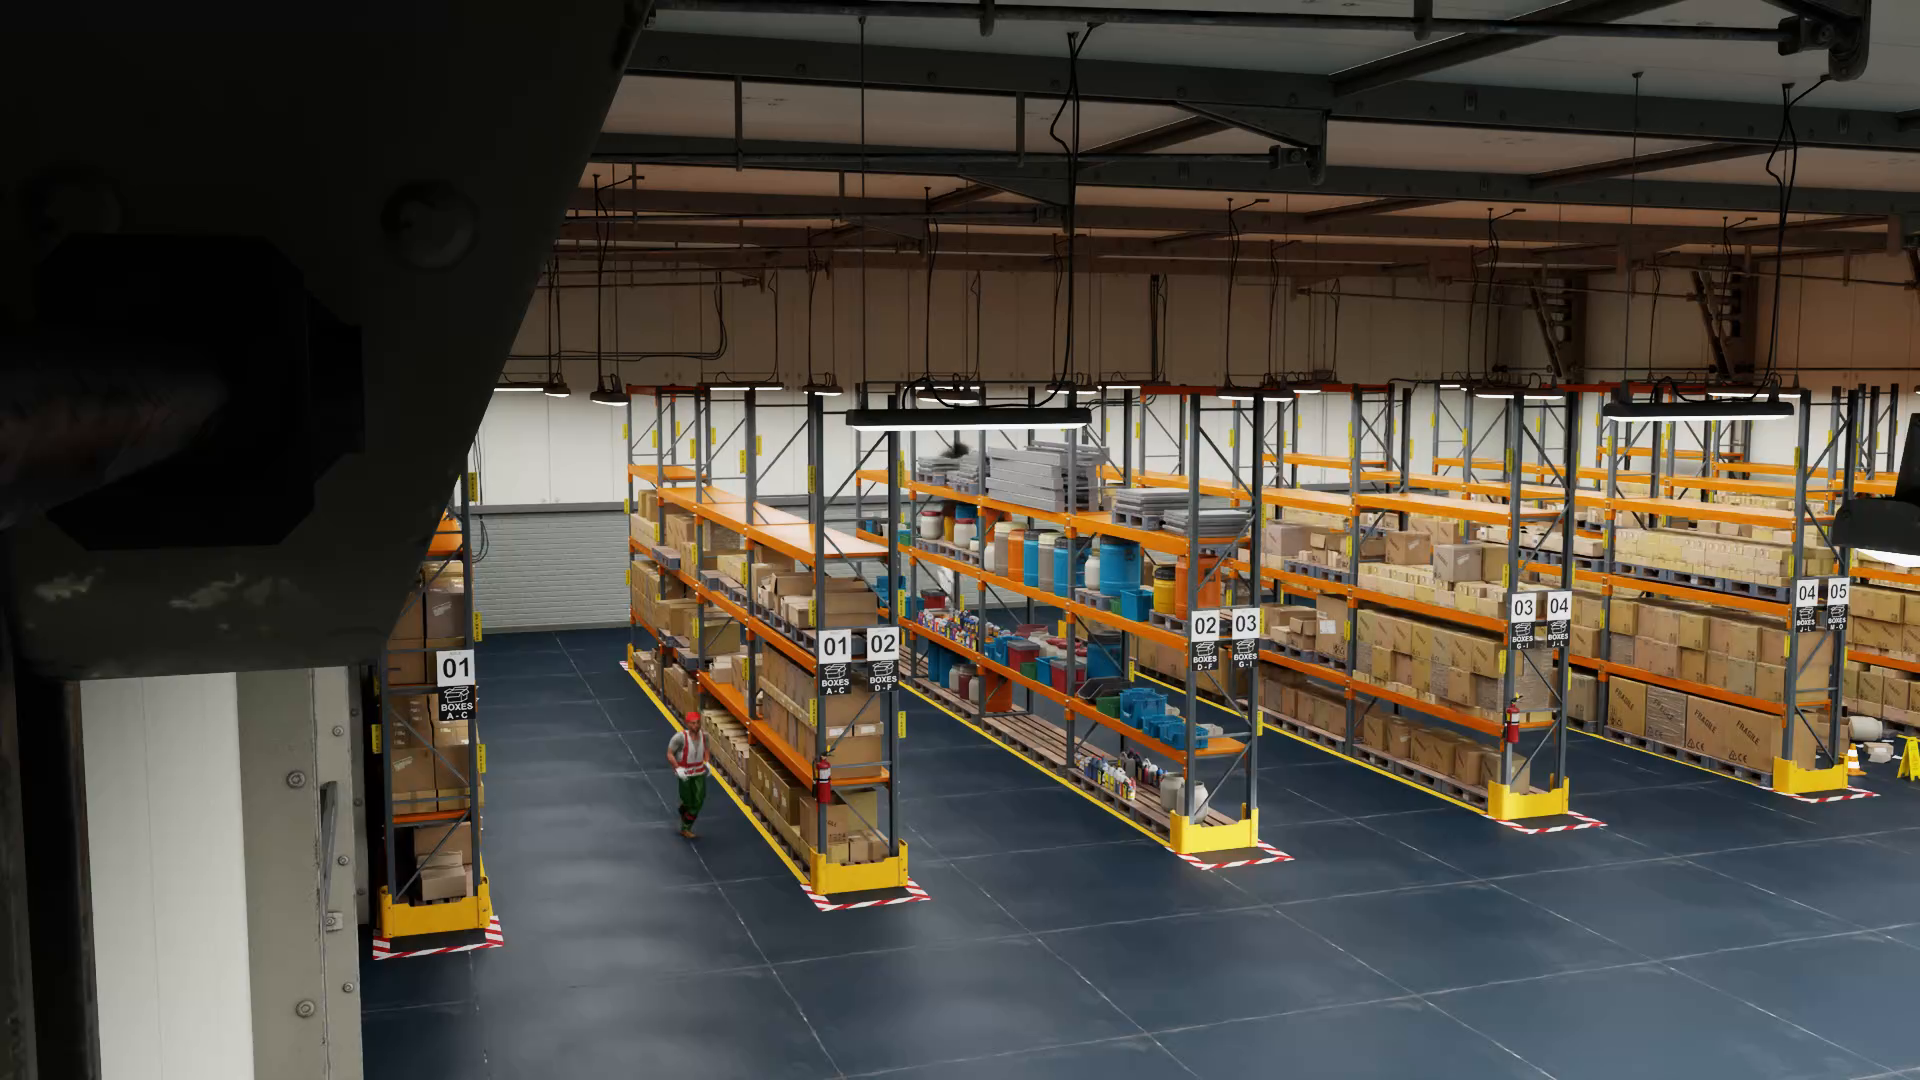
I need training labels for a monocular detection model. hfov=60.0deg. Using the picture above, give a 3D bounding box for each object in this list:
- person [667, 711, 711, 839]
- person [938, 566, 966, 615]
[{"bbox_3d":[-3.687,3.152,22.544,0.651,1.734,0.627,-4,7,-31],"label":"person"},{"bbox_3d":[-0.298,1.257,40.679,0.907,1.836,0.690,0,6,5],"label":"person"}]
